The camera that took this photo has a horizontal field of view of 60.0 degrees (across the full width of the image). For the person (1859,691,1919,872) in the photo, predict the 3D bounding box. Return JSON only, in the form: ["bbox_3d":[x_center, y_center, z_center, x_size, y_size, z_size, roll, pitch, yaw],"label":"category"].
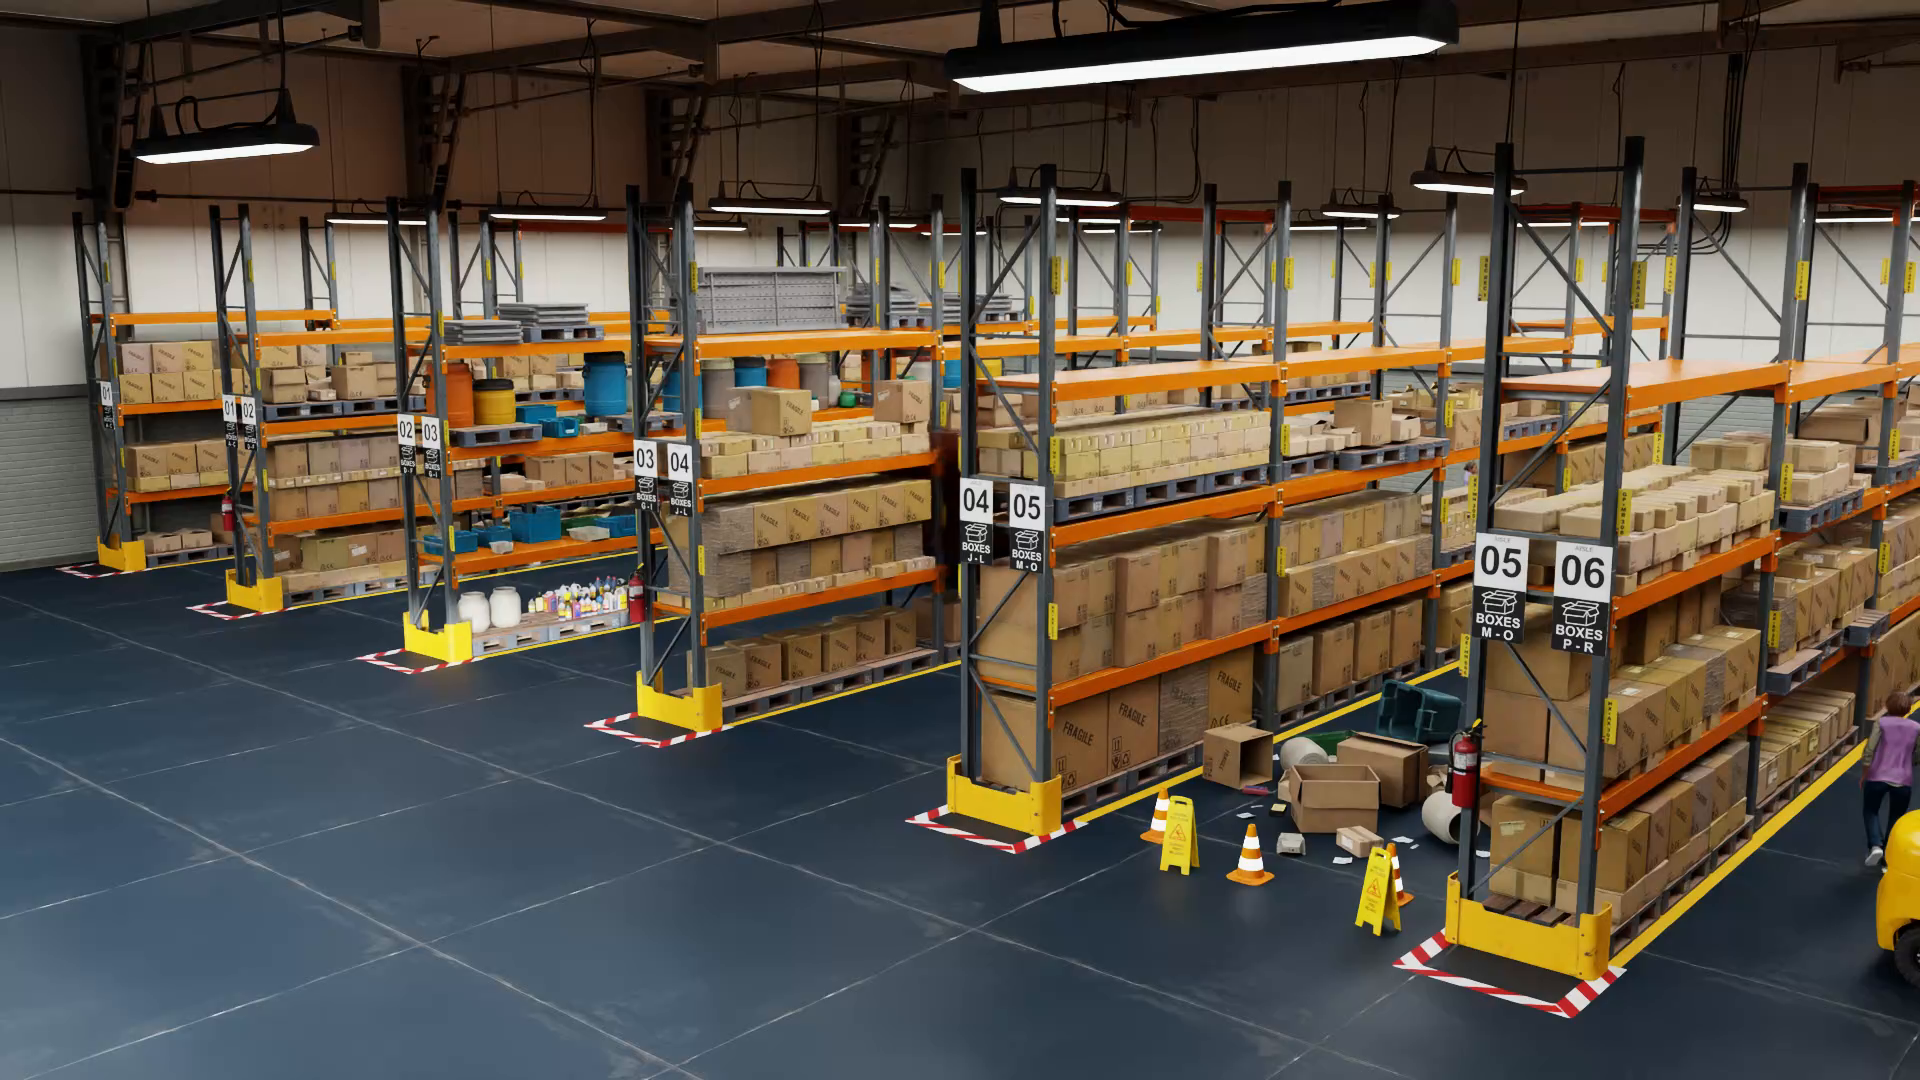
[{"bbox_3d":[7.963,2.129,14.245,0.464,1.430,0.665,5,11,29],"label":"person"}]

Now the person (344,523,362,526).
[{"bbox_3d":[-10.347,-0.356,28.085,0.576,1.801,0.684,5,11,26],"label":"person"}]

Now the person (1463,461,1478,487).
[{"bbox_3d":[9.110,-0.617,29.955,0.667,1.639,0.598,3,10,18],"label":"person"}]
